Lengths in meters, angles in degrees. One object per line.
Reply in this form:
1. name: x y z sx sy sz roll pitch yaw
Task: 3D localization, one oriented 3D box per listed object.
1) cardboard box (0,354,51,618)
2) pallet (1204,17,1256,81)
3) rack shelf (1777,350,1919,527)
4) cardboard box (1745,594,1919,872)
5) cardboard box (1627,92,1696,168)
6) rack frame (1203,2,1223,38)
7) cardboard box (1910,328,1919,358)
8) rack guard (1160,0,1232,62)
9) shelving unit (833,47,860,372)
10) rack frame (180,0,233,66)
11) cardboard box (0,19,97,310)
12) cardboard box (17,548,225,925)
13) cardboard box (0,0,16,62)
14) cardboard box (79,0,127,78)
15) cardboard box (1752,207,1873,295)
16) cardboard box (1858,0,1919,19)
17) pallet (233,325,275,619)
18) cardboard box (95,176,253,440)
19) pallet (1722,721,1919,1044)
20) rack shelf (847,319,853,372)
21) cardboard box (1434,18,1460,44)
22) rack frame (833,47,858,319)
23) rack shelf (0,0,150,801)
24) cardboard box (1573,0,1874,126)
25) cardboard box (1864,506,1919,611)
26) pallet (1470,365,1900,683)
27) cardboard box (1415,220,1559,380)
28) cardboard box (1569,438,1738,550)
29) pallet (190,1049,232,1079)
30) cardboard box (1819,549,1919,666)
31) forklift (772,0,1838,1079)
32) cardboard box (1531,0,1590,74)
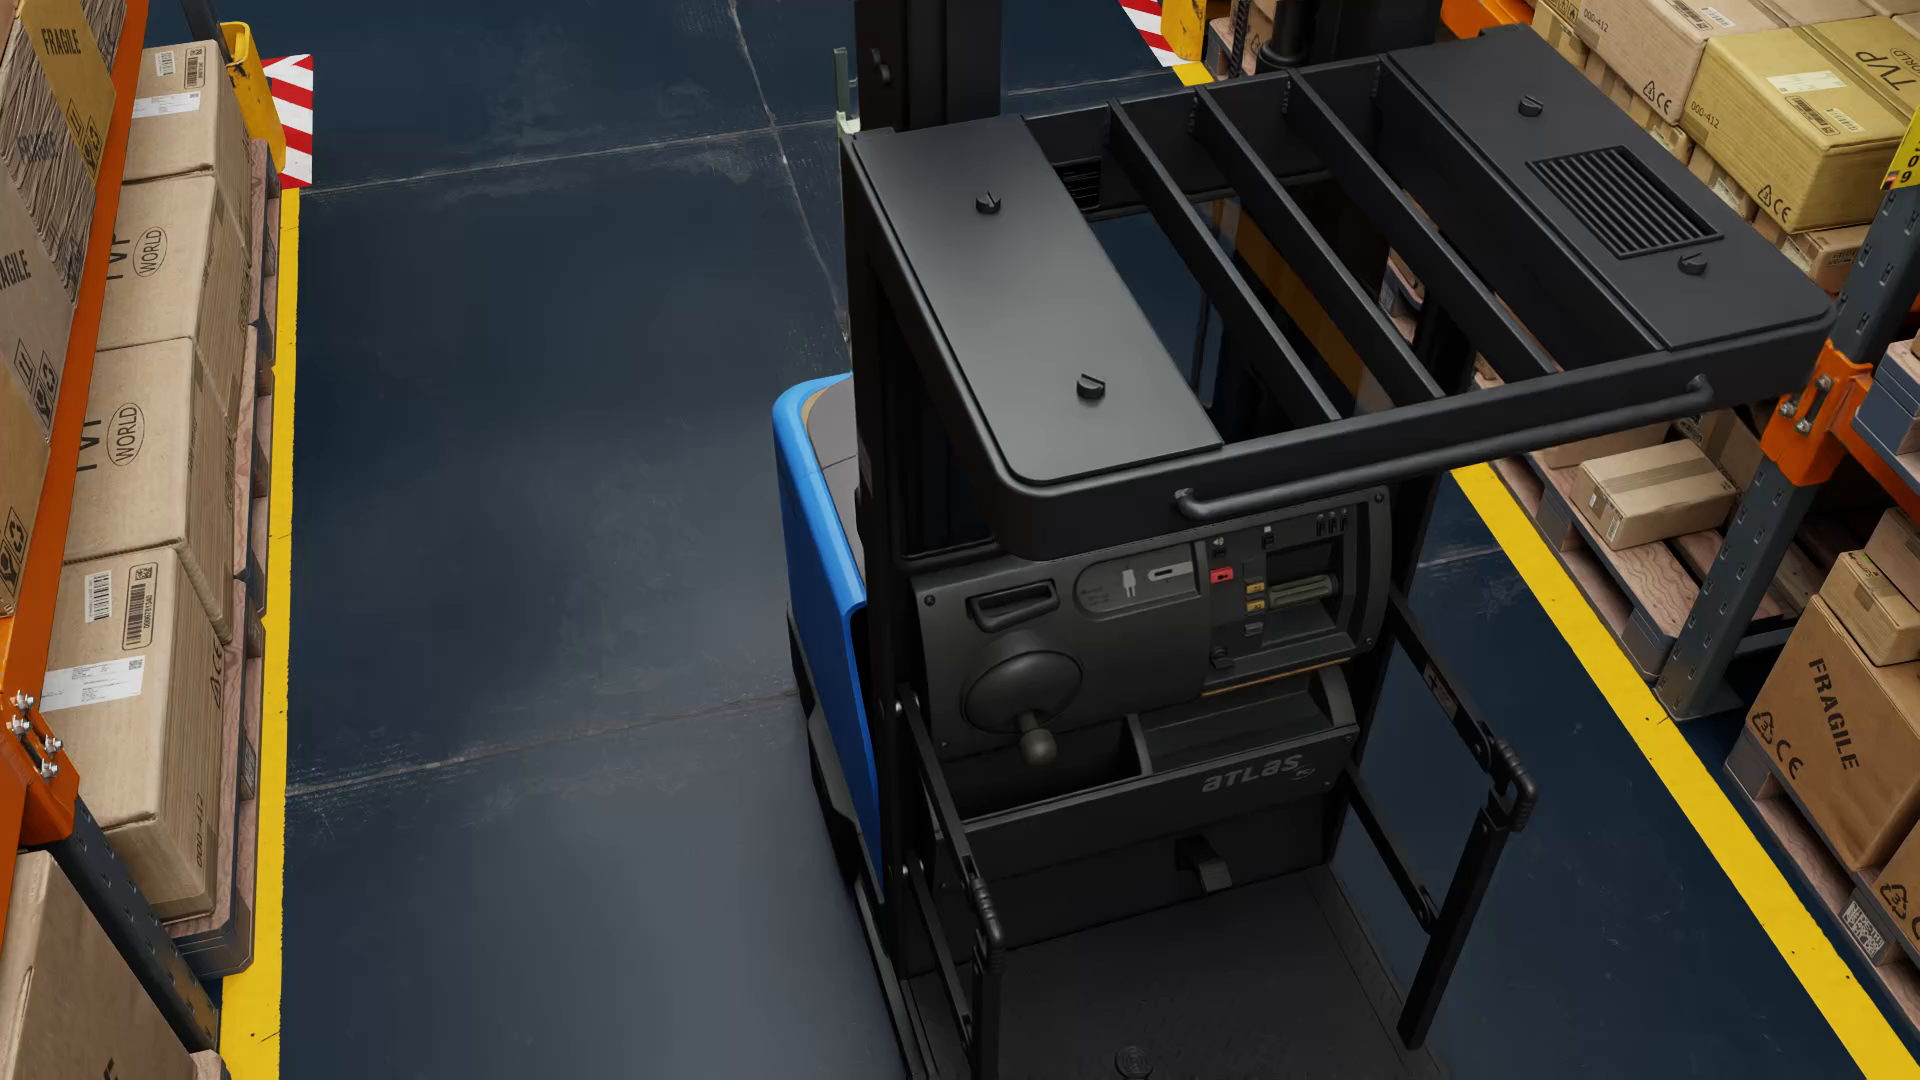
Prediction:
1. cardboard box: -2.162 -0.156 3.232 0.500 0.500 0.500 -9 46 -9
2. pallet: 1.703 -1.842 6.907 1.003 0.211 1.213 -11 47 -10
3. rack shelf: 3.014 0.974 2.699 1.077 0.370 4.000 -11 47 -10
4. cardboard box: 2.408 0.444 4.171 0.500 0.500 0.500 -9 46 -9
5. cardboard box: 1.999 -1.096 4.400 0.380 0.149 0.250 -10 46 -9
6. rack frame: 1.478 -3.421 6.502 1.000 3.000 0.127 -11 47 -10
7. cardboard box: 2.410 -0.466 3.242 0.700 0.500 0.500 -10 46 -9
8. rack guard: 1.498 -2.493 7.343 1.175 0.500 0.348 -11 47 -10
9. shelving unit: -0.036 -0.569 4.757 0.431 1.500 0.755 -13 47 -12
10. rack frame: -3.319 -2.510 5.610 1.000 3.000 0.127 -11 47 -10
11. cardboard box: -2.408 -0.848 3.911 0.500 0.500 0.500 -10 47 -10
12. cardboard box: -2.352 0.548 4.113 0.875 0.438 0.875 -11 47 -11
13. cardboard box: -2.426 -1.212 3.568 0.500 0.500 0.500 -10 46 -10
14. cardboard box: -2.685 -1.558 4.607 0.500 0.500 0.500 -9 46 -9
15. cardboard box: 2.176 -0.745 4.056 0.380 0.149 0.250 -10 46 -10
16. cardboard box: 2.501 -1.447 4.464 0.500 0.250 0.500 -11 47 -11
17. pallet: -2.730 -0.156 5.255 1.003 0.211 1.213 -11 47 -10
18. cardboard box: -2.811 -0.693 5.329 0.875 0.438 0.875 -10 46 -9
19. pallet: 2.747 0.872 4.248 1.003 0.211 1.213 -11 47 -10
20. rack shelf: -0.036 -0.341 4.990 0.431 0.370 0.720 -13 47 -12
21. cardboard box: 1.724 -1.656 6.229 0.700 0.500 0.500 -9 46 -9
22. rack frame: -0.144 -0.818 5.002 0.400 1.500 0.023 -13 47 -12
23. rack shelf: -2.807 -0.878 4.514 1.077 0.370 4.000 -11 47 -10
24. cardboard box: 1.993 -1.361 4.380 0.500 0.250 0.500 -11 47 -10
25. cardboard box: 2.395 0.023 3.921 0.380 0.149 0.250 -11 47 -11
26. pallet: 2.327 -0.157 5.256 1.003 0.211 1.213 -11 47 -10
27. cardboard box: 1.990 -0.939 5.526 0.700 0.500 0.500 -12 47 -12
28. cardboard box: 2.076 -0.139 4.988 0.380 0.149 0.250 -12 47 -12
29. pallet: -2.025 1.746 3.391 1.003 0.211 1.213 -11 47 -10
30. cardboard box: 2.337 0.138 4.016 0.380 0.149 0.250 -9 46 -8
31. forklift: 0.439 0.248 2.954 1.130 2.935 3.031 -12 47 -12
32. cardboard box: 1.865 -1.453 4.750 0.380 0.149 0.250 -11 47 -11
